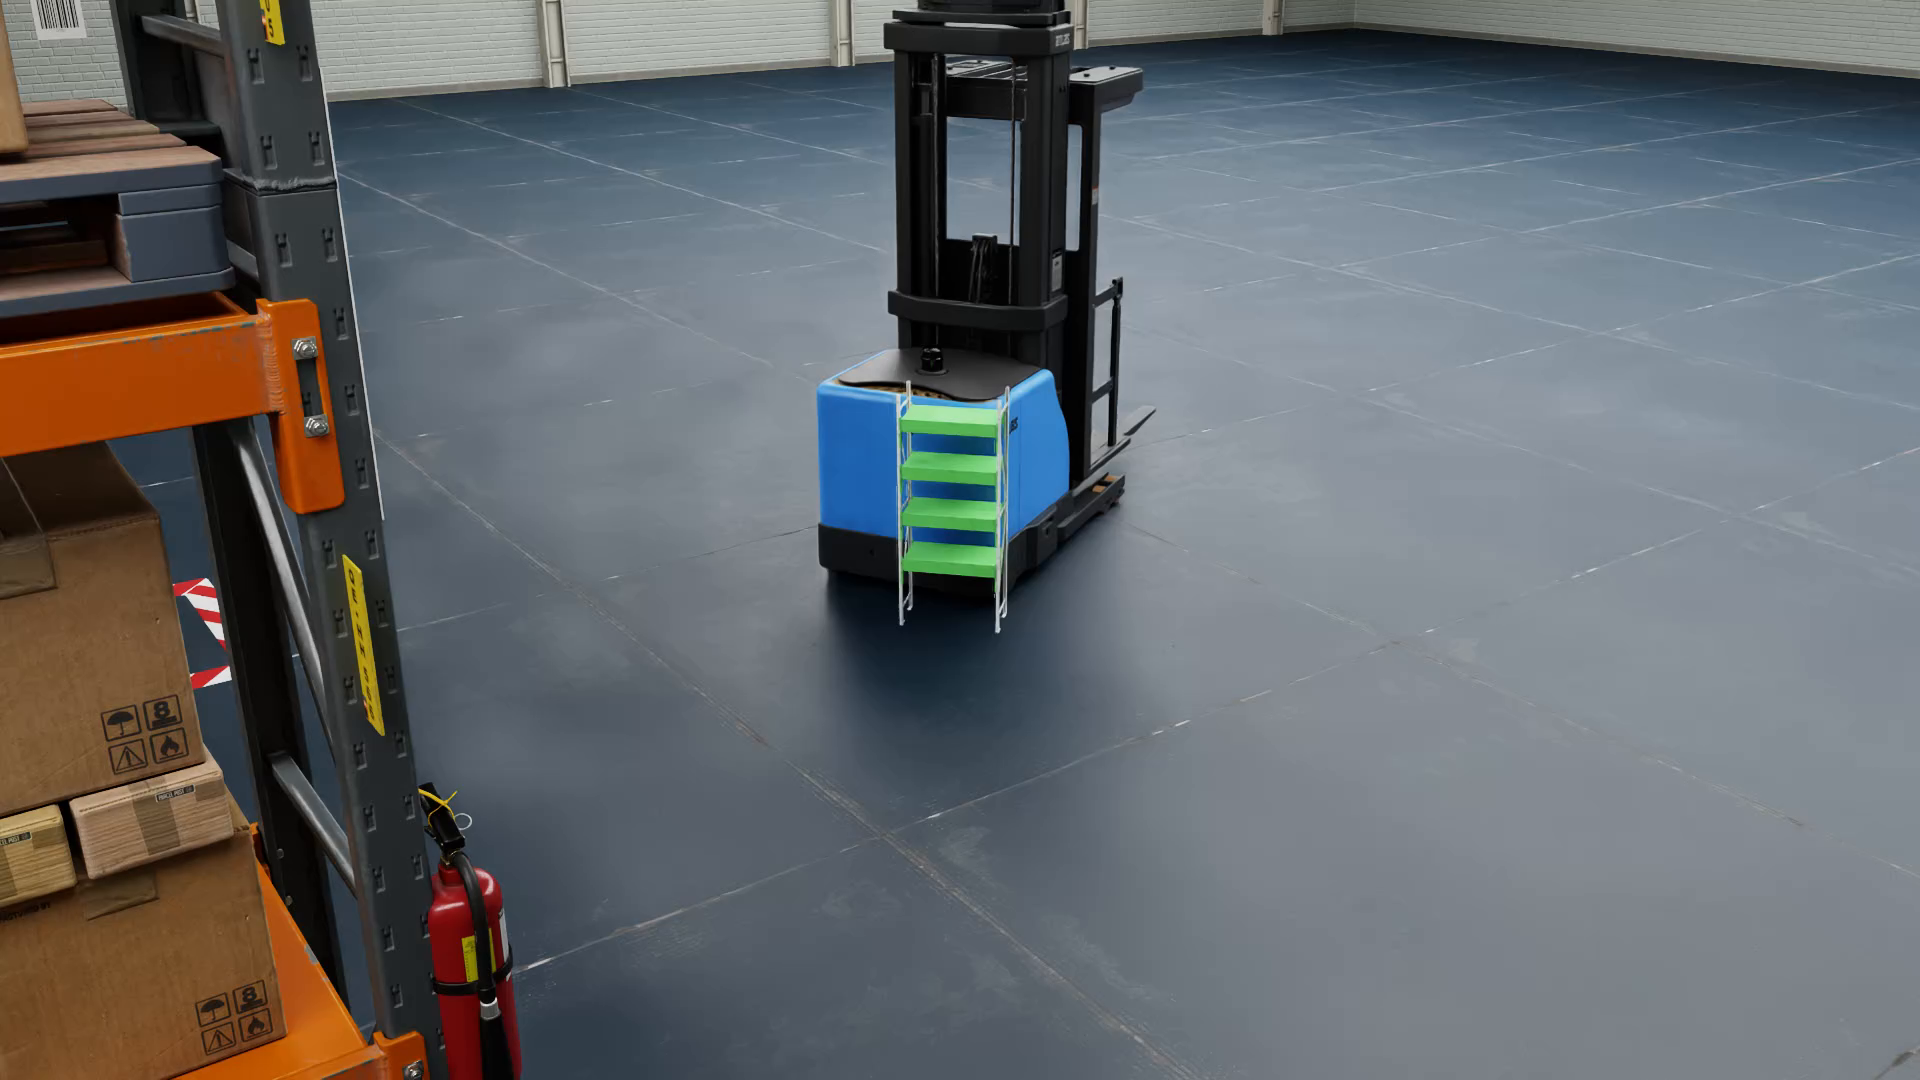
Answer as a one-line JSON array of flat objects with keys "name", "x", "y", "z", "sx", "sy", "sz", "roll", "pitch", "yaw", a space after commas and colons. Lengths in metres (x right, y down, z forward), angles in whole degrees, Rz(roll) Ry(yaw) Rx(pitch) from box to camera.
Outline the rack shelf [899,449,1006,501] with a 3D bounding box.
[{"name": "rack shelf", "x": -0.033, "y": -0.320, "z": 8.104, "sx": 0.480, "sy": 0.148, "sz": 0.258, "roll": 4, "pitch": 22, "yaw": 11}]

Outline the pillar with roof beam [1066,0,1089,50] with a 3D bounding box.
[{"name": "pillar with roof beam", "x": 5.054, "y": -13.589, "z": 31.310, "sx": 0.400, "sy": 9.000, "sz": 9.100, "roll": -15, "pitch": 26, "yaw": -33}]

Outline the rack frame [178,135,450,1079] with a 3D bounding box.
[{"name": "rack frame", "x": -1.379, "y": 0.672, "z": 3.665, "sx": 0.127, "sy": 3.000, "sz": 1.000, "roll": -15, "pitch": 26, "yaw": -33}]

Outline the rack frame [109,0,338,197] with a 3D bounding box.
[{"name": "rack frame", "x": -1.379, "y": -2.114, "z": 2.553, "sx": 0.127, "sy": 3.000, "sz": 1.000, "roll": -15, "pitch": 26, "yaw": -33}]

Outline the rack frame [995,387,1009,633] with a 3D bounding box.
[{"name": "rack frame", "x": 0.207, "y": -0.138, "z": 8.124, "sx": 0.015, "sy": 1.200, "sz": 0.240, "roll": 4, "pitch": 22, "yaw": 11}]

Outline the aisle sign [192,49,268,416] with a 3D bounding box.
[{"name": "aisle sign", "x": -1.504, "y": -0.642, "z": 3.449, "sx": 0.004, "sy": 0.787, "sz": 0.394, "roll": -15, "pitch": 26, "yaw": -33}]

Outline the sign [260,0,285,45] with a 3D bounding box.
[{"name": "sign", "x": -1.073, "y": -0.929, "z": 2.543, "sx": 0.005, "sy": 0.325, "sz": 0.100, "roll": -15, "pitch": 26, "yaw": -33}]

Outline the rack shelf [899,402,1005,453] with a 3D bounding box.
[{"name": "rack shelf", "x": -0.033, "y": -0.543, "z": 8.015, "sx": 0.480, "sy": 0.148, "sz": 0.258, "roll": 4, "pitch": 22, "yaw": 11}]

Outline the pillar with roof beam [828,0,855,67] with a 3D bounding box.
[{"name": "pillar with roof beam", "x": 0.183, "y": -12.291, "z": 28.055, "sx": 0.400, "sy": 9.000, "sz": 9.100, "roll": -15, "pitch": 26, "yaw": -33}]

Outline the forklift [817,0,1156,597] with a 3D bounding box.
[{"name": "forklift", "x": 0.339, "y": -1.580, "z": 9.400, "sx": 1.130, "sy": 2.935, "sz": 3.031, "roll": 10, "pitch": 24, "yaw": 24}]

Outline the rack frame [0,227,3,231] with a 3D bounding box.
[{"name": "rack frame", "x": -4.268, "y": -0.819, "z": 7.401, "sx": 0.127, "sy": 3.000, "sz": 1.000, "roll": -15, "pitch": 26, "yaw": -33}]

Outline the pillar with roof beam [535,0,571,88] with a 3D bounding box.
[{"name": "pillar with roof beam", "x": -4.687, "y": -10.992, "z": 24.800, "sx": 0.400, "sy": 9.000, "sz": 9.100, "roll": -15, "pitch": 26, "yaw": -33}]

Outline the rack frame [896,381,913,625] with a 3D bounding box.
[{"name": "rack frame", "x": -0.272, "y": -0.174, "z": 8.214, "sx": 0.015, "sy": 1.200, "sz": 0.240, "roll": 4, "pitch": 22, "yaw": 11}]

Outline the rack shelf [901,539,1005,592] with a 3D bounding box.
[{"name": "rack shelf", "x": -0.033, "y": 0.126, "z": 8.282, "sx": 0.480, "sy": 0.148, "sz": 0.258, "roll": 4, "pitch": 22, "yaw": 11}]

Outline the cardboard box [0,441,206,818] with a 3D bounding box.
[{"name": "cardboard box", "x": -1.808, "y": 0.132, "z": 3.133, "sx": 0.500, "sy": 0.500, "sz": 0.700, "roll": -15, "pitch": 26, "yaw": -33}]

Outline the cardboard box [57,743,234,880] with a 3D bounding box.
[{"name": "cardboard box", "x": -1.577, "y": 0.465, "z": 3.175, "sx": 0.250, "sy": 0.149, "sz": 0.380, "roll": -15, "pitch": 26, "yaw": -34}]

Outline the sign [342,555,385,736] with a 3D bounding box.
[{"name": "sign", "x": -1.073, "y": 0.191, "z": 2.989, "sx": 0.005, "sy": 0.325, "sz": 0.100, "roll": -15, "pitch": 26, "yaw": -33}]

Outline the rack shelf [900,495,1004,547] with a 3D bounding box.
[{"name": "rack shelf", "x": -0.033, "y": -0.097, "z": 8.193, "sx": 0.480, "sy": 0.148, "sz": 0.258, "roll": 4, "pitch": 22, "yaw": 11}]

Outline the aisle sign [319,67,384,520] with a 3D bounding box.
[{"name": "aisle sign", "x": -1.154, "y": -0.461, "z": 2.997, "sx": 0.004, "sy": 0.787, "sz": 0.394, "roll": -15, "pitch": 26, "yaw": -33}]

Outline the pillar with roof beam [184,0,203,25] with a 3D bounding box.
[{"name": "pillar with roof beam", "x": -9.557, "y": -9.693, "z": 21.546, "sx": 0.400, "sy": 9.000, "sz": 9.100, "roll": -15, "pitch": 26, "yaw": -33}]

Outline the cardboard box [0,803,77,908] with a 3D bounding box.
[{"name": "cardboard box", "x": -1.789, "y": 0.522, "z": 3.032, "sx": 0.250, "sy": 0.149, "sz": 0.380, "roll": -14, "pitch": 26, "yaw": -32}]

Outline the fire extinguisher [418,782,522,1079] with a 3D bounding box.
[{"name": "fire extinguisher", "x": -1.011, "y": 0.822, "z": 3.393, "sx": 0.183, "sy": 0.674, "sz": 0.296, "roll": -15, "pitch": 26, "yaw": -33}]

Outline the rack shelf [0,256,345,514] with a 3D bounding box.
[{"name": "rack shelf", "x": -3.002, "y": 0.046, "z": 2.157, "sx": 4.000, "sy": 0.370, "sz": 1.077, "roll": -15, "pitch": 26, "yaw": -33}]

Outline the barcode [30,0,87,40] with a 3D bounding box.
[{"name": "barcode", "x": -1.342, "y": -0.780, "z": 2.474, "sx": 0.075, "sy": 0.075, "sz": 0.001, "roll": -15, "pitch": 26, "yaw": -33}]

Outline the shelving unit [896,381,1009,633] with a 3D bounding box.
[{"name": "shelving unit", "x": -0.033, "y": -0.156, "z": 8.169, "sx": 0.503, "sy": 1.200, "sz": 0.258, "roll": 4, "pitch": 22, "yaw": 11}]

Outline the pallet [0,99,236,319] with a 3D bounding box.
[{"name": "pallet", "x": -1.968, "y": -0.535, "z": 2.761, "sx": 1.213, "sy": 0.211, "sz": 1.003, "roll": -15, "pitch": 26, "yaw": -33}]

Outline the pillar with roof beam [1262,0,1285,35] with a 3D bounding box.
[{"name": "pillar with roof beam", "x": 9.924, "y": -14.888, "z": 34.564, "sx": 0.400, "sy": 9.000, "sz": 9.100, "roll": -15, "pitch": 26, "yaw": -33}]

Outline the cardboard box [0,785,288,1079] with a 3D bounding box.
[{"name": "cardboard box", "x": -1.765, "y": 0.723, "z": 3.402, "sx": 0.500, "sy": 0.500, "sz": 0.700, "roll": -15, "pitch": 26, "yaw": -33}]

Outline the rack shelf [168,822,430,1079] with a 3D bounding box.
[{"name": "rack shelf", "x": -3.002, "y": 1.439, "z": 2.713, "sx": 4.000, "sy": 0.370, "sz": 1.077, "roll": -15, "pitch": 26, "yaw": -33}]

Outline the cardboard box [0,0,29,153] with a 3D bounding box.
[{"name": "cardboard box", "x": -1.847, "y": -0.906, "z": 2.677, "sx": 0.637, "sy": 0.503, "sz": 0.797, "roll": -13, "pitch": 25, "yaw": -29}]
